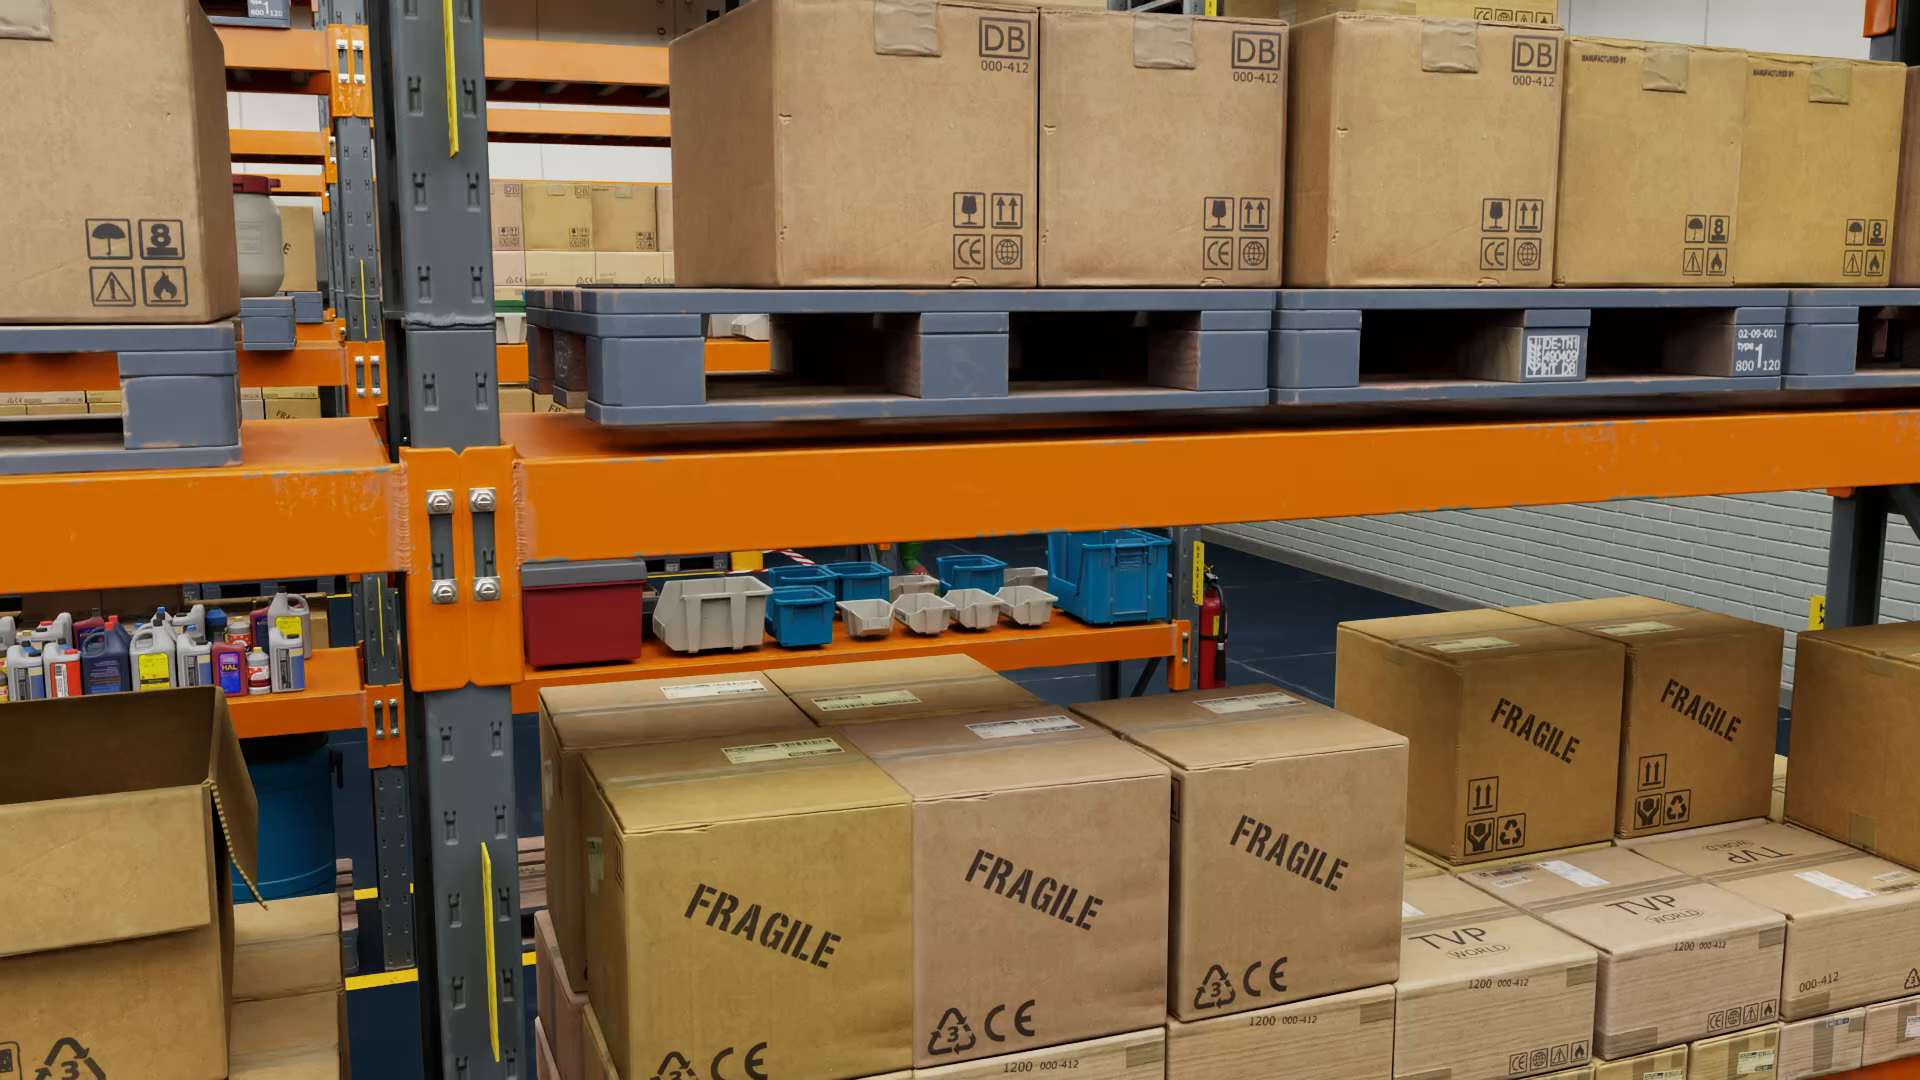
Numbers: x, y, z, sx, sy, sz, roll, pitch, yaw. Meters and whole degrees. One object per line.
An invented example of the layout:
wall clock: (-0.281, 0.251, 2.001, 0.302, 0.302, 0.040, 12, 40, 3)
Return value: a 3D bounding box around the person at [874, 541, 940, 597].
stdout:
person: (-0.528, -0.164, 15.364, 0.581, 1.777, 0.835, -7, 11, -37)
